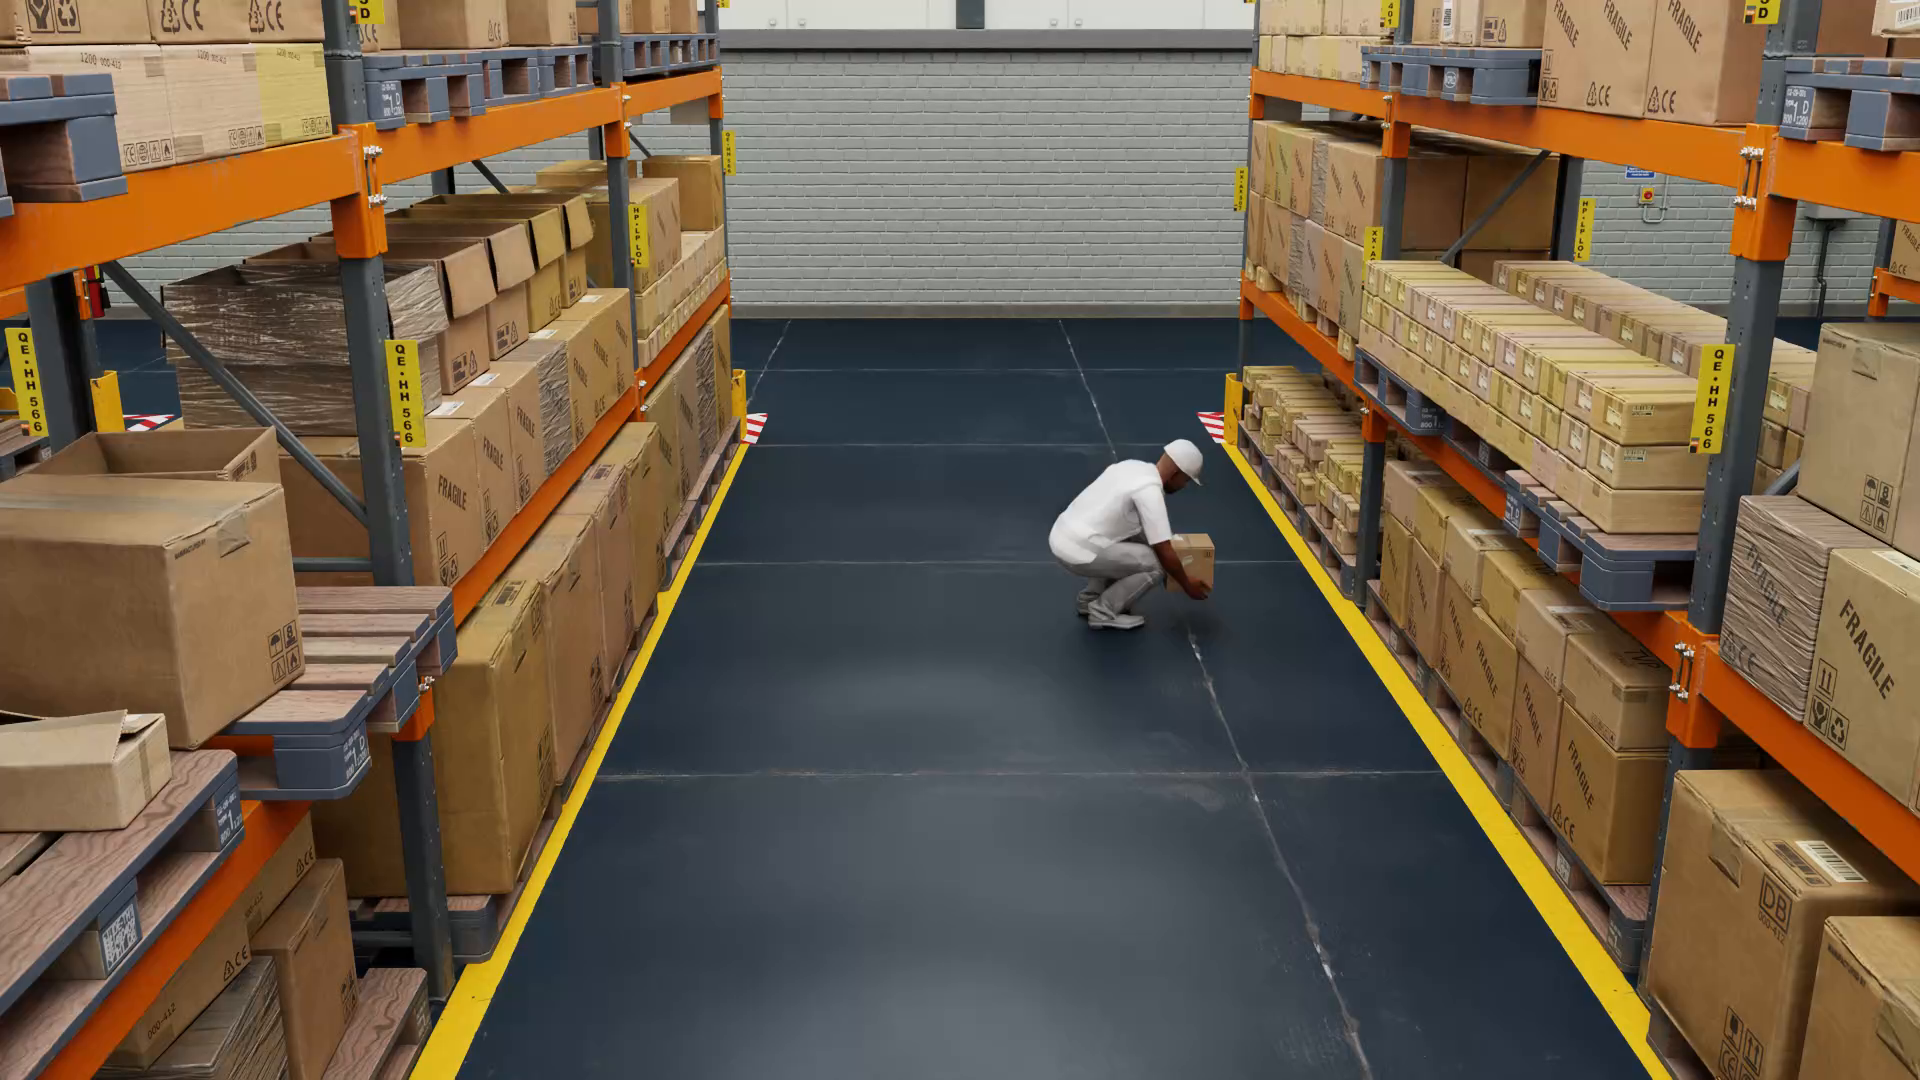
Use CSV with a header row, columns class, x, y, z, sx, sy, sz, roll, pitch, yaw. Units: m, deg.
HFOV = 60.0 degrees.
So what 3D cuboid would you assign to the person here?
class,x,y,z,sx,sy,sz,roll,pitch,yaw
person,0.913,-0.045,8.979,0.860,0.998,0.598,0,17,-1
